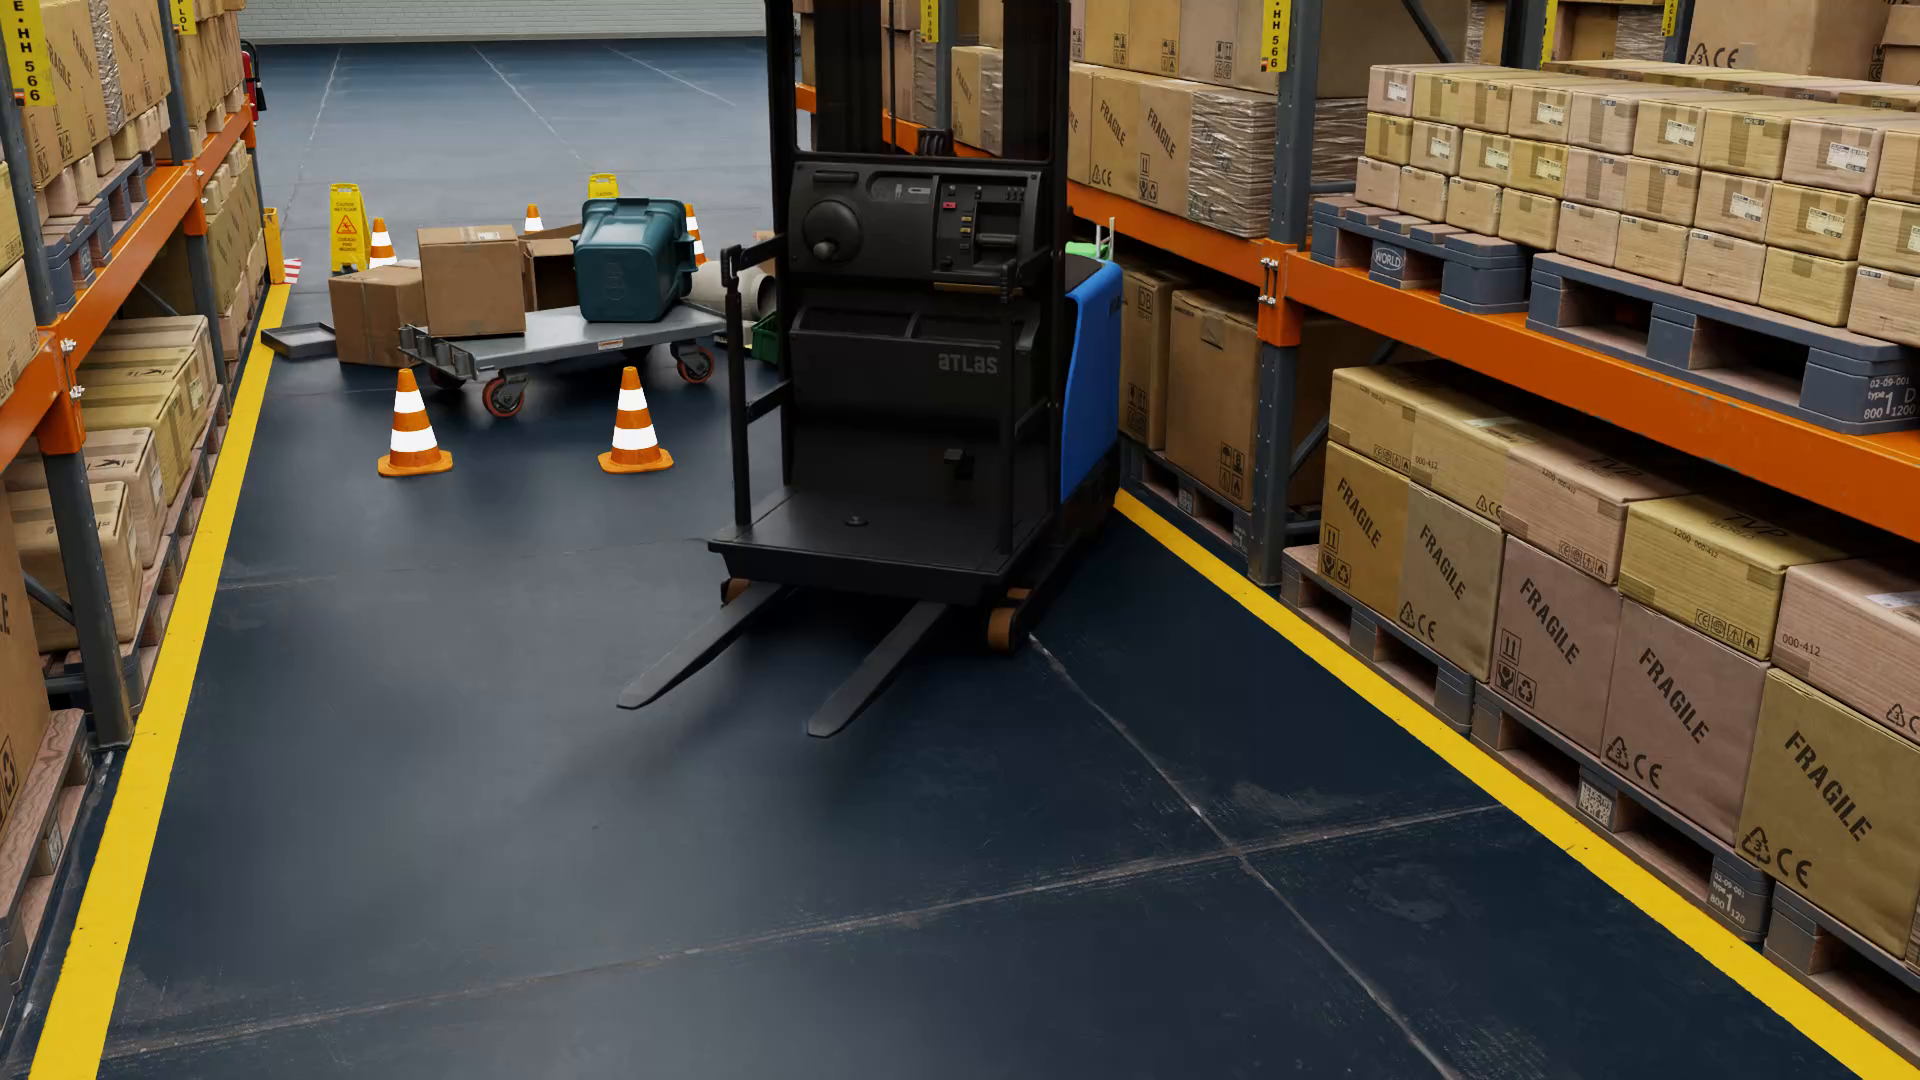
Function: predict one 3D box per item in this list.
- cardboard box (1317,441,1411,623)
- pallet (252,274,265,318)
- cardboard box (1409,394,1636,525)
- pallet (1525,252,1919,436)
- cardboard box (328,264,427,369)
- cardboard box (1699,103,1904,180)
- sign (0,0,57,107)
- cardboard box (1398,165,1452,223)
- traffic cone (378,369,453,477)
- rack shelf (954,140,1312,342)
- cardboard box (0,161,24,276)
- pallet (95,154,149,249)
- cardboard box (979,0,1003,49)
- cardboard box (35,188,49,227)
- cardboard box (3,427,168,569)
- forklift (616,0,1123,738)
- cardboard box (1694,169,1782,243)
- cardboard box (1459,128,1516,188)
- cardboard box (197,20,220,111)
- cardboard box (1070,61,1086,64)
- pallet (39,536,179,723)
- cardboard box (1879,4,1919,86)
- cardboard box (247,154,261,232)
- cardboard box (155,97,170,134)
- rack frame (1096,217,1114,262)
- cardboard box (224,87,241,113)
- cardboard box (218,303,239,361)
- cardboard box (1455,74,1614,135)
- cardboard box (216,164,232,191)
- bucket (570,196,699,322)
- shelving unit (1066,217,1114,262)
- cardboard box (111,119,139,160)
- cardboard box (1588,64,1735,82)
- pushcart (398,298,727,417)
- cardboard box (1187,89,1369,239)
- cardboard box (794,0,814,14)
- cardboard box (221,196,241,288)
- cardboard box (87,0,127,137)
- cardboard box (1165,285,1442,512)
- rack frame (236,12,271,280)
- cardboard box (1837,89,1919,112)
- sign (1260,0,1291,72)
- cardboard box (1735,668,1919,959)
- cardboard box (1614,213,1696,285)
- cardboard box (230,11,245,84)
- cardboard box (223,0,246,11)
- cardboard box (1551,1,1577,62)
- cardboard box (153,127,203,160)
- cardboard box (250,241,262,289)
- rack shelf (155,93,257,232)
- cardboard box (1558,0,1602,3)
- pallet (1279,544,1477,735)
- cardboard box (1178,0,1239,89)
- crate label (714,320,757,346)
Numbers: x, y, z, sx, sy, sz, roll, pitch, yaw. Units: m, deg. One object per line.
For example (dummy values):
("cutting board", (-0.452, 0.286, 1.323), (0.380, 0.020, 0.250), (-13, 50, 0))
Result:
("cardboard box", (1.594, -0.061, 5.727), (0.500, 0.500, 0.500), (-7, 21, -20))
("pallet", (-5.322, -1.702, 11.343), (1.003, 0.211, 1.213), (-6, 21, -17))
("cardboard box", (1.761, -0.259, 5.167), (0.500, 0.250, 0.500), (-7, 21, -18))
("pallet", (2.275, -0.573, 4.358), (1.003, 0.211, 1.213), (-6, 21, -17))
("cardboard box", (-3.355, -1.333, 9.884), (0.500, 0.500, 0.500), (8, 21, 20))
("cardboard box", (2.065, -0.983, 4.085), (0.380, 0.149, 0.250), (-7, 21, -18))
("sign", (-2.527, -1.341, 4.499), (0.100, 0.325, 0.005), (-6, 21, -17))
("cardboard box", (1.647, -1.123, 5.355), (0.380, 0.149, 0.250), (-5, 20, -15))
("traffic cone", (-2.592, -0.576, 7.837), (0.336, 0.463, 0.334), (-6, 21, -17))
("rack shelf", (0.986, -1.597, 7.991), (1.077, 0.370, 4.000), (-6, 21, -17))
("cardboard box", (-2.660, -0.772, 4.111), (0.500, 0.250, 0.500), (-6, 21, -17))
("pallet", (-3.714, -1.277, 6.317), (1.003, 0.211, 1.213), (-6, 21, -17))
("cardboard box", (0.519, -2.937, 9.028), (0.700, 0.500, 0.500), (-7, 21, -18))
("cardboard box", (-3.036, -1.034, 5.107), (0.380, 0.149, 0.250), (-8, 21, -21))
("cardboard box", (-3.461, -0.115, 6.066), (0.950, 0.372, 0.625), (-7, 21, -18))
("forklift", (-0.232, -1.134, 5.738), (1.130, 2.935, 3.031), (6, 21, 17))
("cardboard box", (2.070, -0.838, 4.122), (0.380, 0.149, 0.250), (-6, 21, -15))
("cardboard box", (1.750, -1.165, 5.033), (0.380, 0.149, 0.250), (-7, 21, -19))
("cardboard box", (-4.509, -2.698, 9.404), (0.500, 0.500, 0.500), (-7, 21, -18))
("cardboard box", (0.581, -2.105, 8.191), (0.500, 0.500, 0.500), (-6, 21, -17))
("pallet", (-3.297, 0.326, 5.698), (1.003, 0.211, 1.213), (-6, 21, -17))
("cardboard box", (5.730, -2.772, 9.423), (0.797, 0.503, 0.637), (-4, 20, -12))
("cardboard box", (-5.068, -2.330, 11.304), (0.500, 0.500, 0.500), (-6, 21, -17))
("cardboard box", (-3.887, -1.963, 7.695), (0.380, 0.149, 0.250), (-6, 21, -16))
("rack frame", (0.631, -0.816, 7.413), (0.015, 1.200, 0.240), (7, 21, 19))
("cardboard box", (-4.892, -2.854, 10.797), (0.380, 0.149, 0.250), (-6, 21, -16))
("cardboard box", (-4.240, -1.141, 9.102), (0.500, 0.250, 0.500), (-7, 21, -20))
("cardboard box", (1.735, -1.320, 5.023), (0.380, 0.149, 0.250), (-7, 21, -18))
("cardboard box", (-4.473, -2.097, 9.694), (0.380, 0.149, 0.250), (-5, 20, -14))
("bucket", (-1.874, -1.551, 9.392), (0.726, 0.611, 0.620), (1, 30, 2))
("shelving unit", (0.402, -0.844, 7.492), (0.503, 1.200, 0.258), (7, 21, 19))
("cardboard box", (-3.580, -1.634, 6.779), (0.380, 0.149, 0.250), (-6, 21, -17))
("cardboard box", (2.280, -1.464, 5.426), (0.380, 0.149, 0.250), (-7, 21, -18))
("pushcart", (-2.162, -1.044, 9.264), (1.648, 0.377, 0.936), (-15, 25, -36))
("cardboard box", (1.218, -1.457, 6.389), (0.500, 0.500, 0.500), (-6, 21, -17))
("cardboard box", (-0.820, -4.317, 12.679), (0.875, 0.550, 0.550), (-6, 21, -17))
("cardboard box", (-4.419, -1.665, 9.451), (0.500, 0.500, 0.500), (-6, 20, -15))
("cardboard box", (-3.468, -1.787, 6.245), (0.500, 0.500, 0.500), (-7, 21, -19))
("cardboard box", (1.508, -0.638, 6.962), (1.050, 0.750, 0.750), (-7, 21, -18))
("rack frame", (-5.568, -3.303, 11.675), (1.000, 3.000, 0.127), (-6, 21, -17))
("cardboard box", (2.608, -1.130, 4.495), (0.380, 0.149, 0.250), (-5, 20, -15))
("sign", (1.088, -1.779, 5.720), (0.100, 0.325, 0.005), (-6, 21, -17))
("cardboard box", (2.239, 0.593, 3.905), (0.500, 0.500, 0.500), (-7, 21, -18))
("cardboard box", (1.982, -0.783, 4.410), (0.380, 0.149, 0.250), (-6, 21, -16))
("cardboard box", (-5.136, -3.345, 11.205), (0.500, 0.500, 0.500), (-7, 21, -18))
("cardboard box", (-4.790, -3.504, 10.168), (0.700, 0.500, 0.500), (-7, 21, -18))
("cardboard box", (4.638, -3.724, 12.260), (0.875, 0.500, 0.500), (-6, 21, -17))
("cardboard box", (-4.105, -2.036, 8.520), (0.380, 0.149, 0.250), (-6, 21, -17))
("cardboard box", (-4.903, -1.809, 10.961), (0.500, 0.250, 0.500), (-6, 21, -17))
("rack shelf", (-4.939, -2.323, 10.010), (1.077, 0.370, 4.000), (-6, 21, -17))
("cardboard box", (4.536, -4.006, 11.564), (0.500, 0.500, 0.500), (-6, 21, -17))
("pallet", (1.858, 0.269, 5.855), (1.003, 0.211, 1.213), (-6, 21, -17))
("cardboard box", (1.322, -2.119, 6.752), (0.700, 0.500, 0.500), (-7, 21, -18))
("crate label", (-1.374, -1.275, 10.264), (0.250, 0.136, 0.298), (12, 23, 30))
